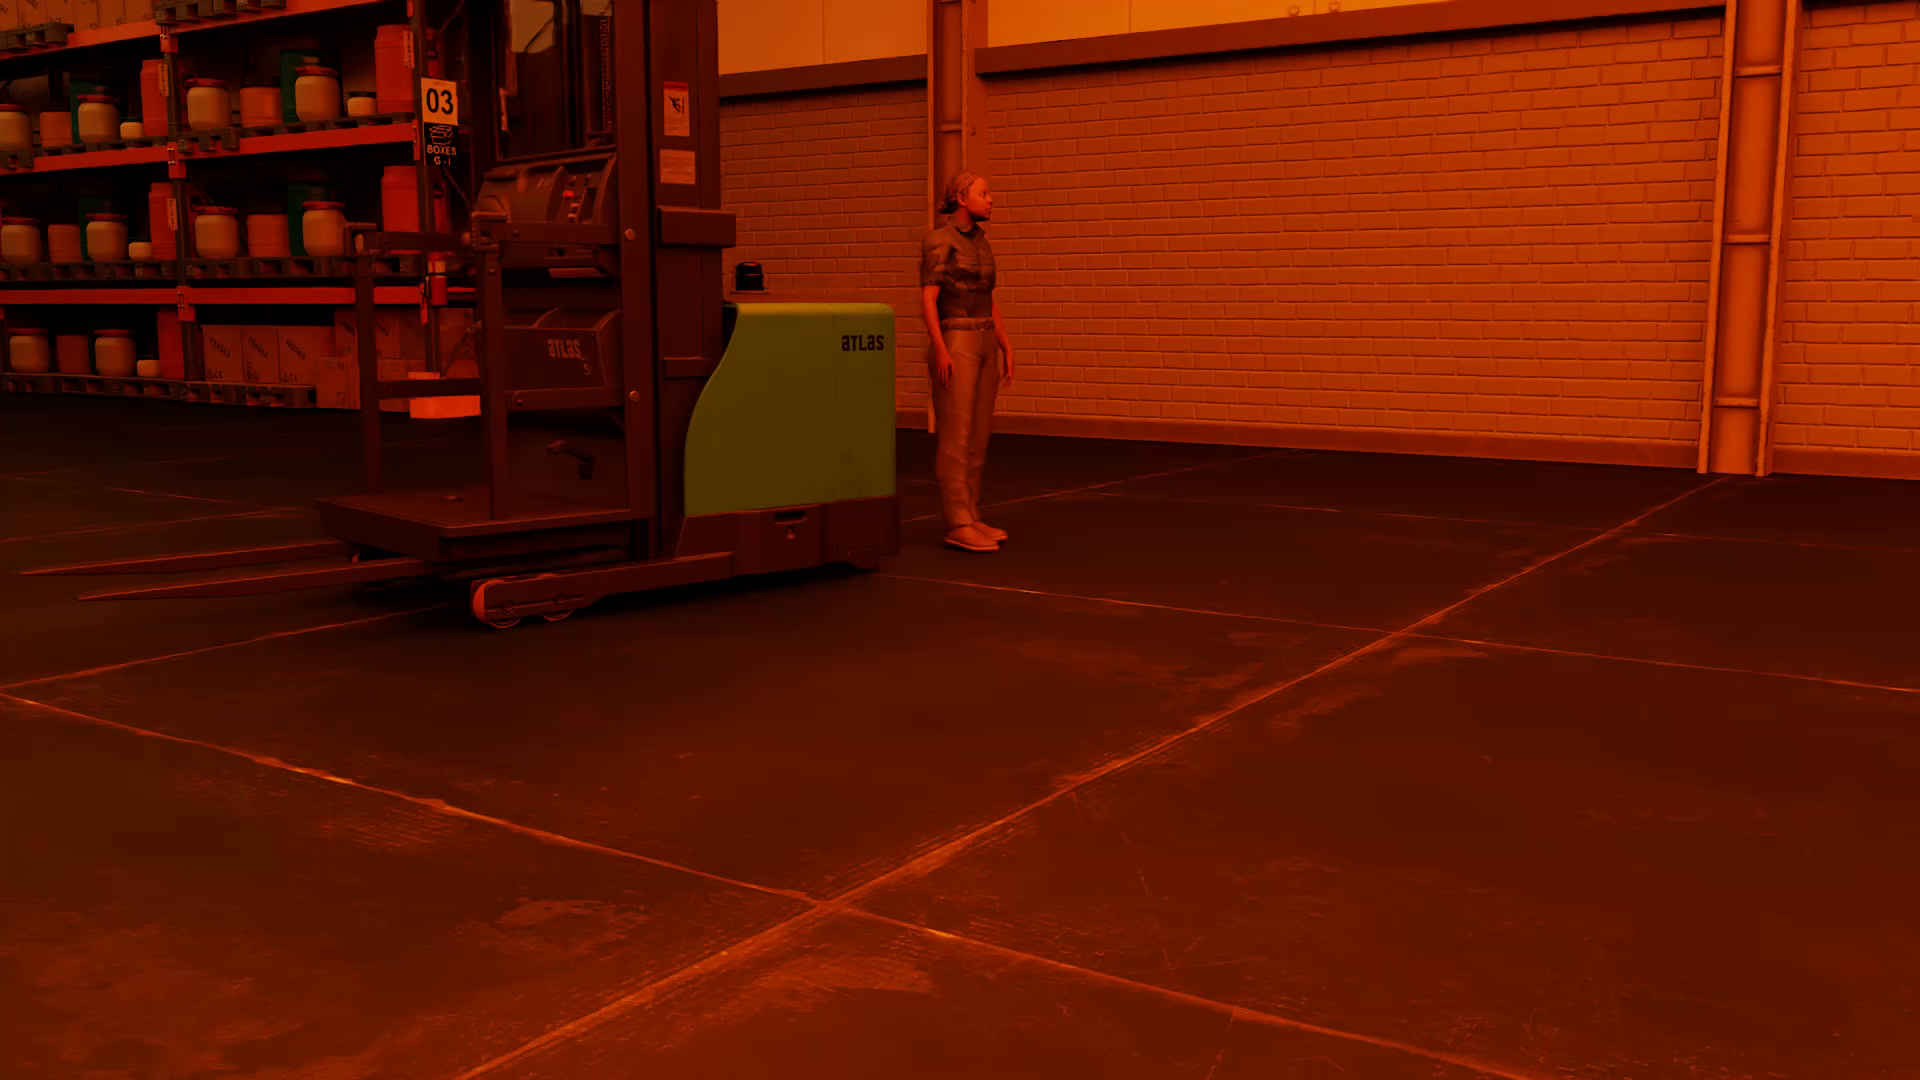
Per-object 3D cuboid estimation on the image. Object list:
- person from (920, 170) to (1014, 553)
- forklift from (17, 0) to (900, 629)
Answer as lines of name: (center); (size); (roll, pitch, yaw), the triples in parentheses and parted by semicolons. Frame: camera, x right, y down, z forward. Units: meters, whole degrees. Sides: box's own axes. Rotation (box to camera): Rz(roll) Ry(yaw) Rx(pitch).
person: (0.090, -0.812, 7.428); (0.476, 1.657, 0.587); (5, 10, 32)
forklift: (-1.667, -1.238, 5.898); (3.031, 2.935, 1.130); (-7, 11, -42)
